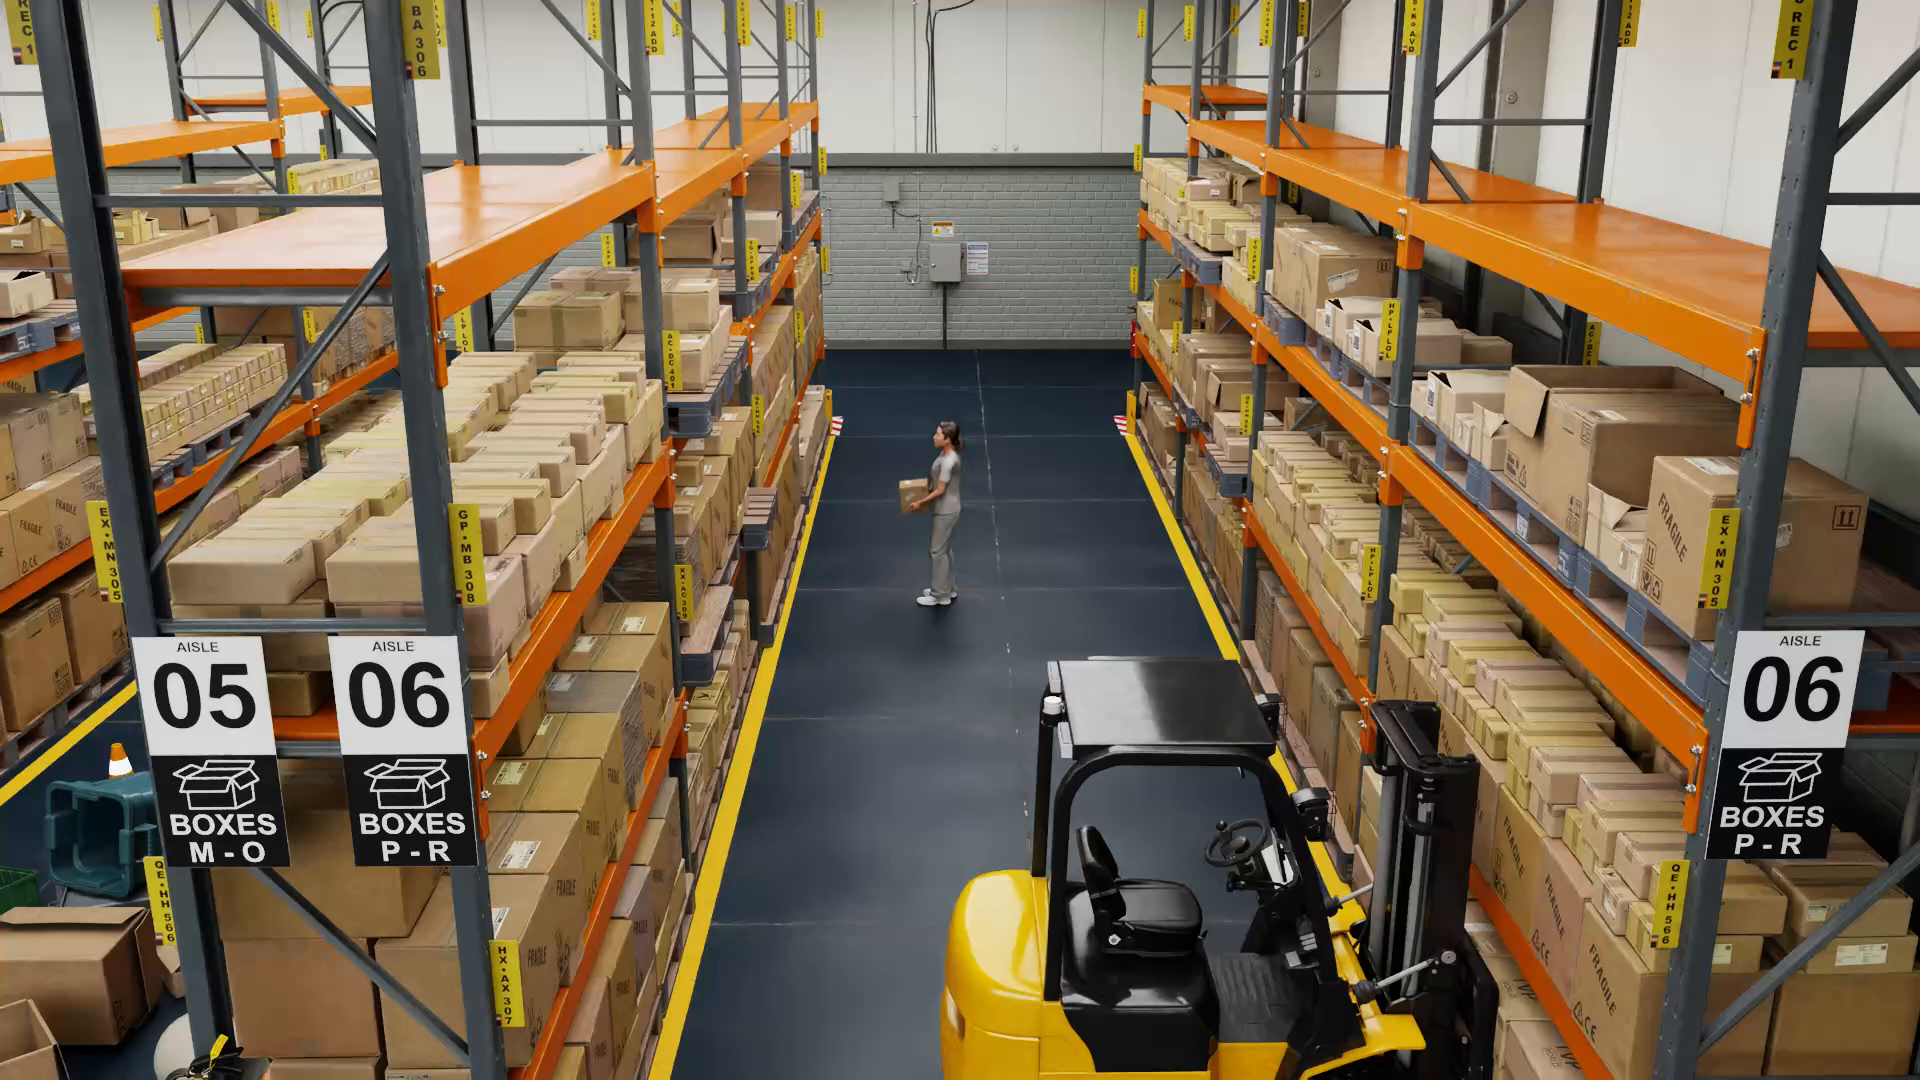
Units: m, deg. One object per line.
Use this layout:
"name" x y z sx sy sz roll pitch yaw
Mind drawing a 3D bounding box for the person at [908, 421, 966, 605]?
"person" -0.205 -0.246 14.843 0.525 1.673 0.457 0 17 -1
